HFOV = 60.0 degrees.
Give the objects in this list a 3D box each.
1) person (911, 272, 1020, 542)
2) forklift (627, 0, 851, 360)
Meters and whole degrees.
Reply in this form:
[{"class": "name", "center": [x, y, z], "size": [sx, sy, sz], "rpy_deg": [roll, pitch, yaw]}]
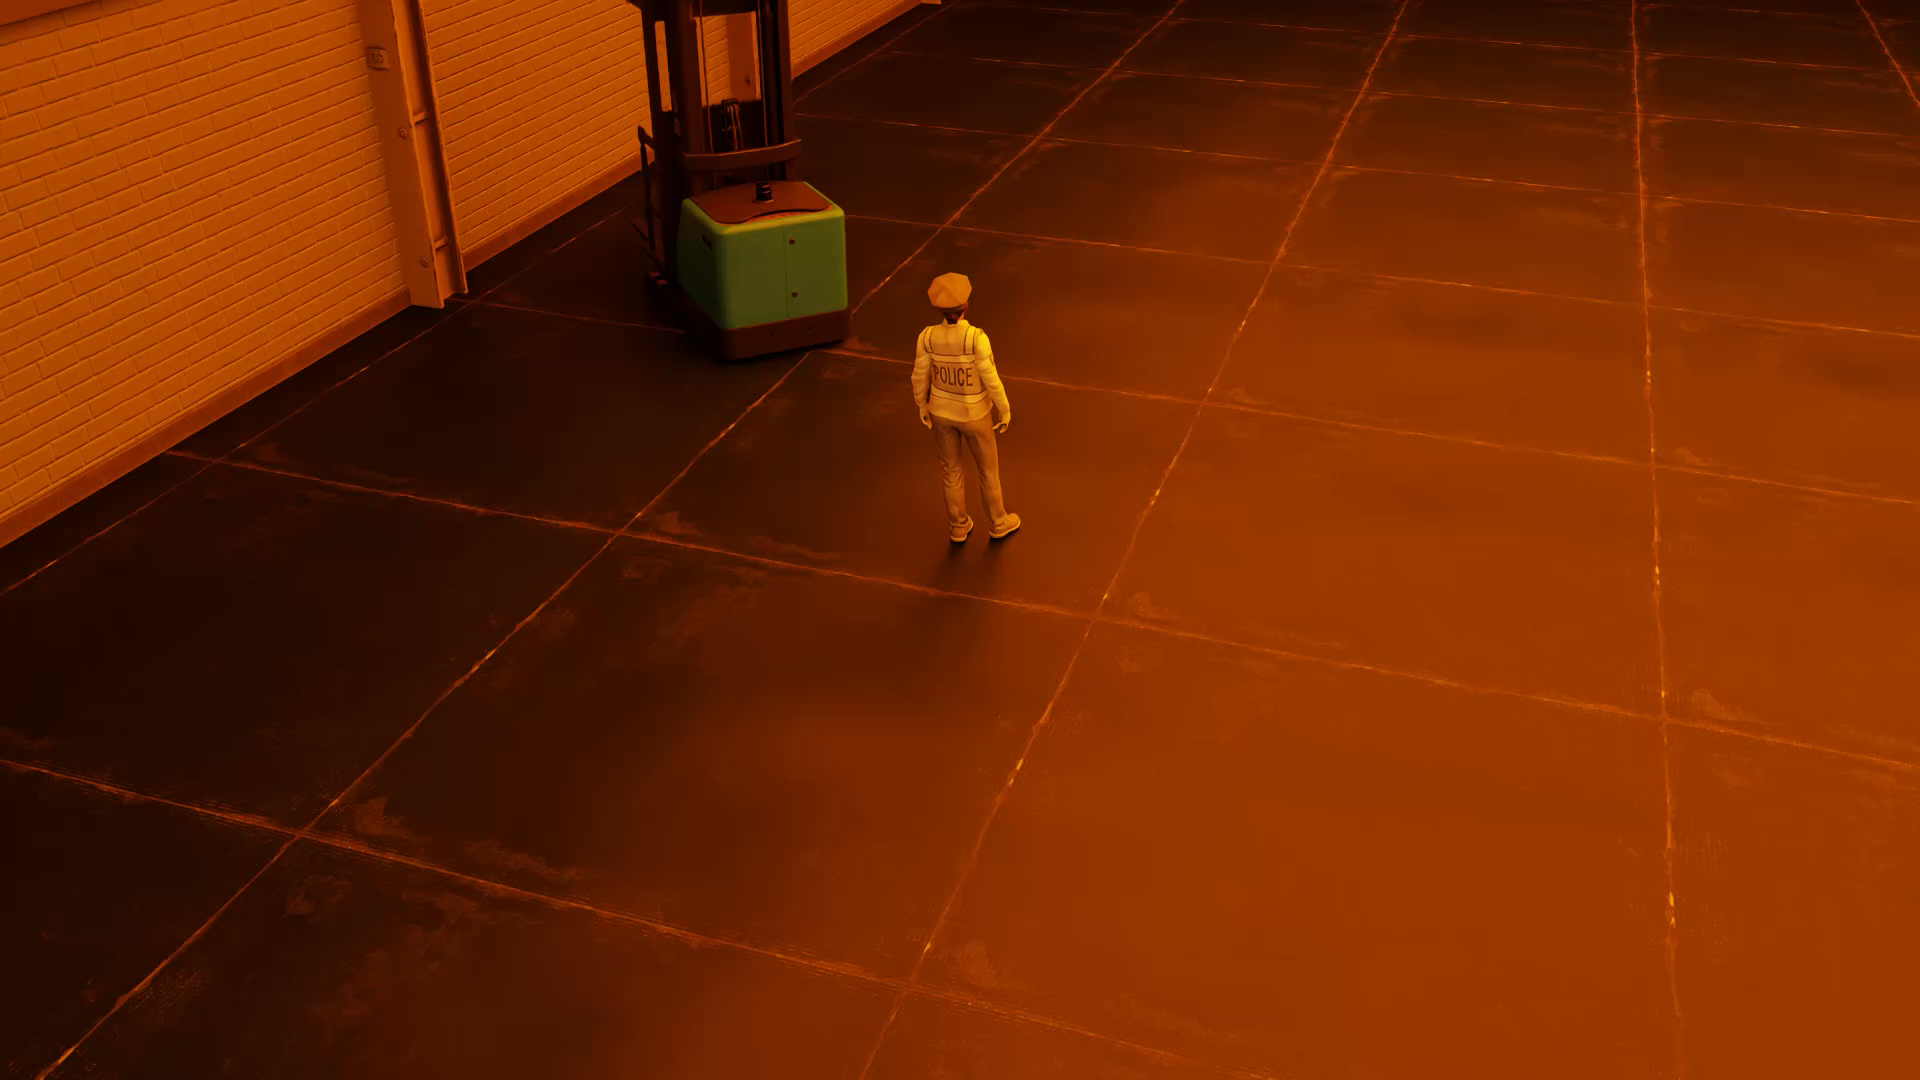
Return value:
[{"class": "person", "center": [0.028, -0.773, 9.728], "size": [0.587, 1.695, 0.531], "rpy_deg": [10, 31, 16]}, {"class": "forklift", "center": [-1.934, -3.311, 12.944], "size": [1.130, 2.935, 3.031], "rpy_deg": [-14, 32, -23]}]
